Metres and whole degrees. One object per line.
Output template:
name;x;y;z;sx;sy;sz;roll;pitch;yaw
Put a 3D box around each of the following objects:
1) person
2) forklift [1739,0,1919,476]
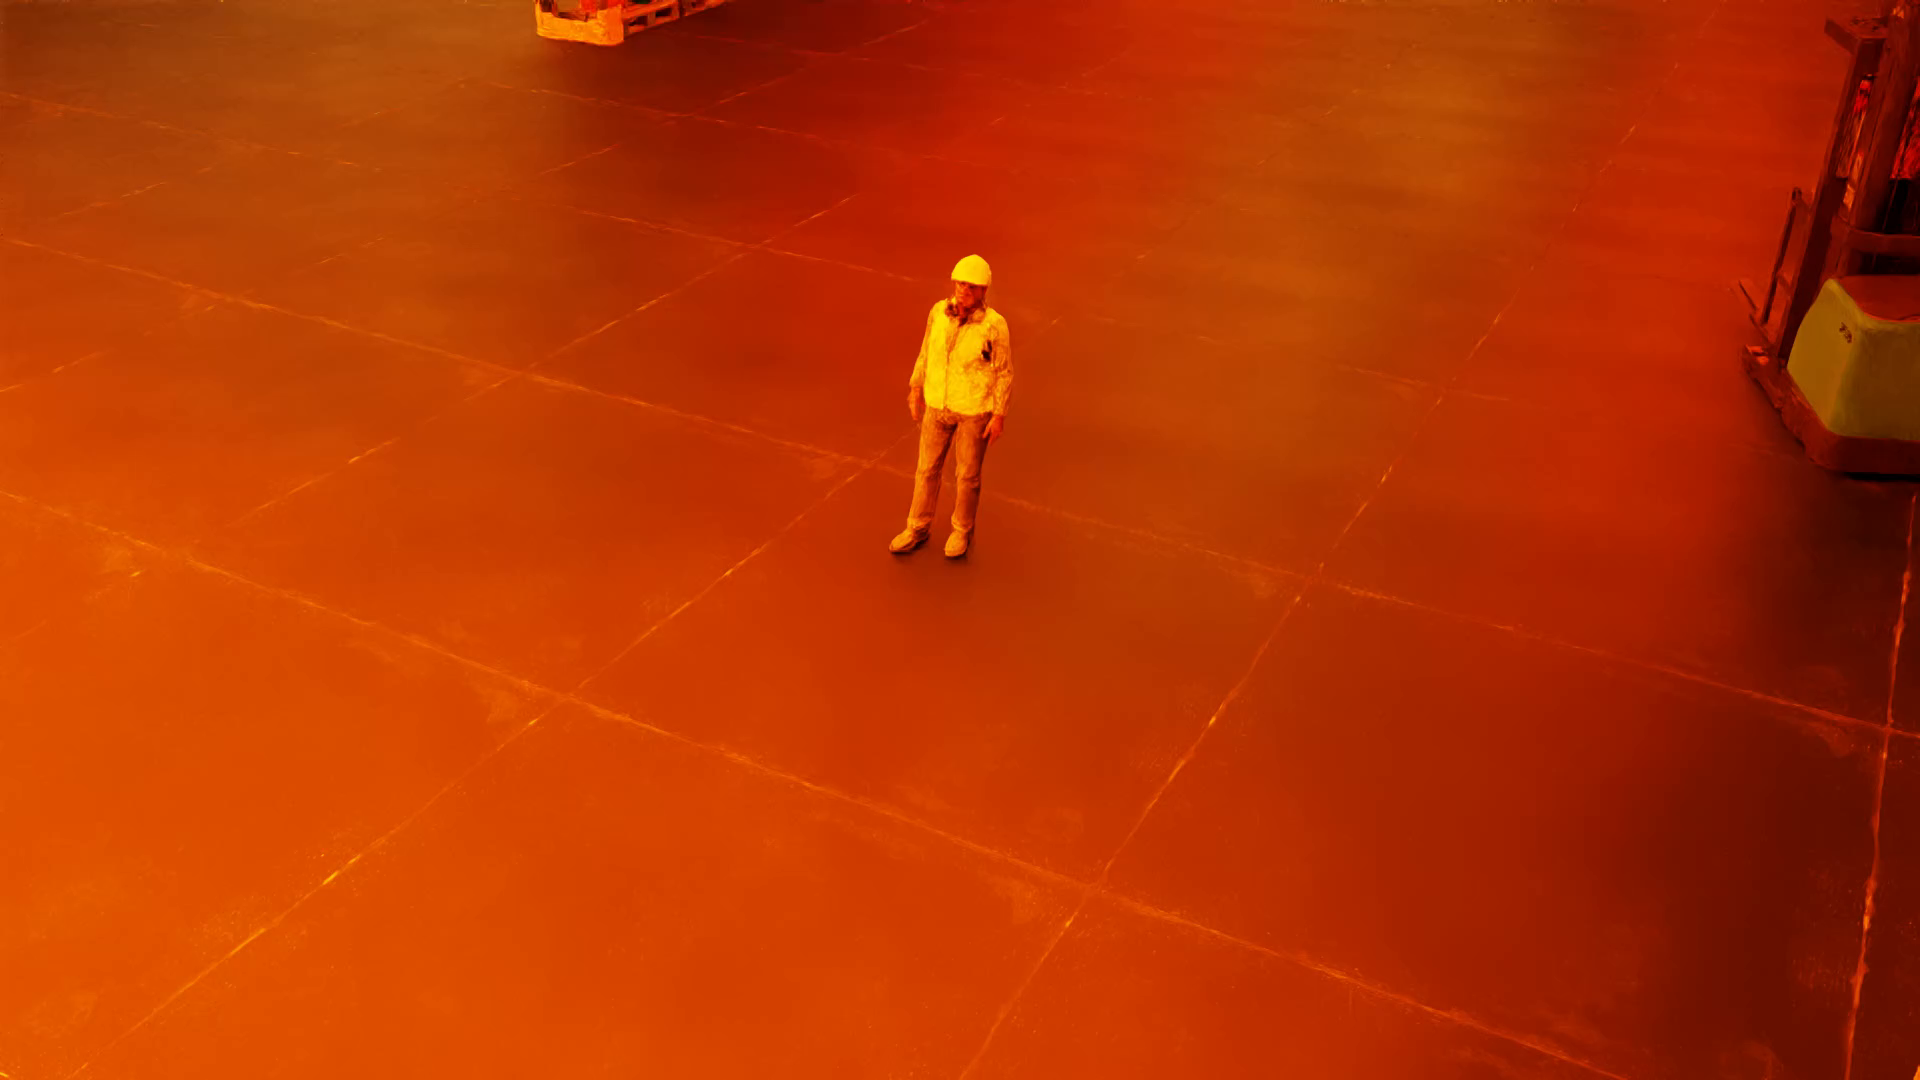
person;-0.037;-0.749;9.512;0.632;1.773;0.567;15;33;25
forklift;6.254;-2.365;11.169;1.130;2.935;3.031;4;30;8
